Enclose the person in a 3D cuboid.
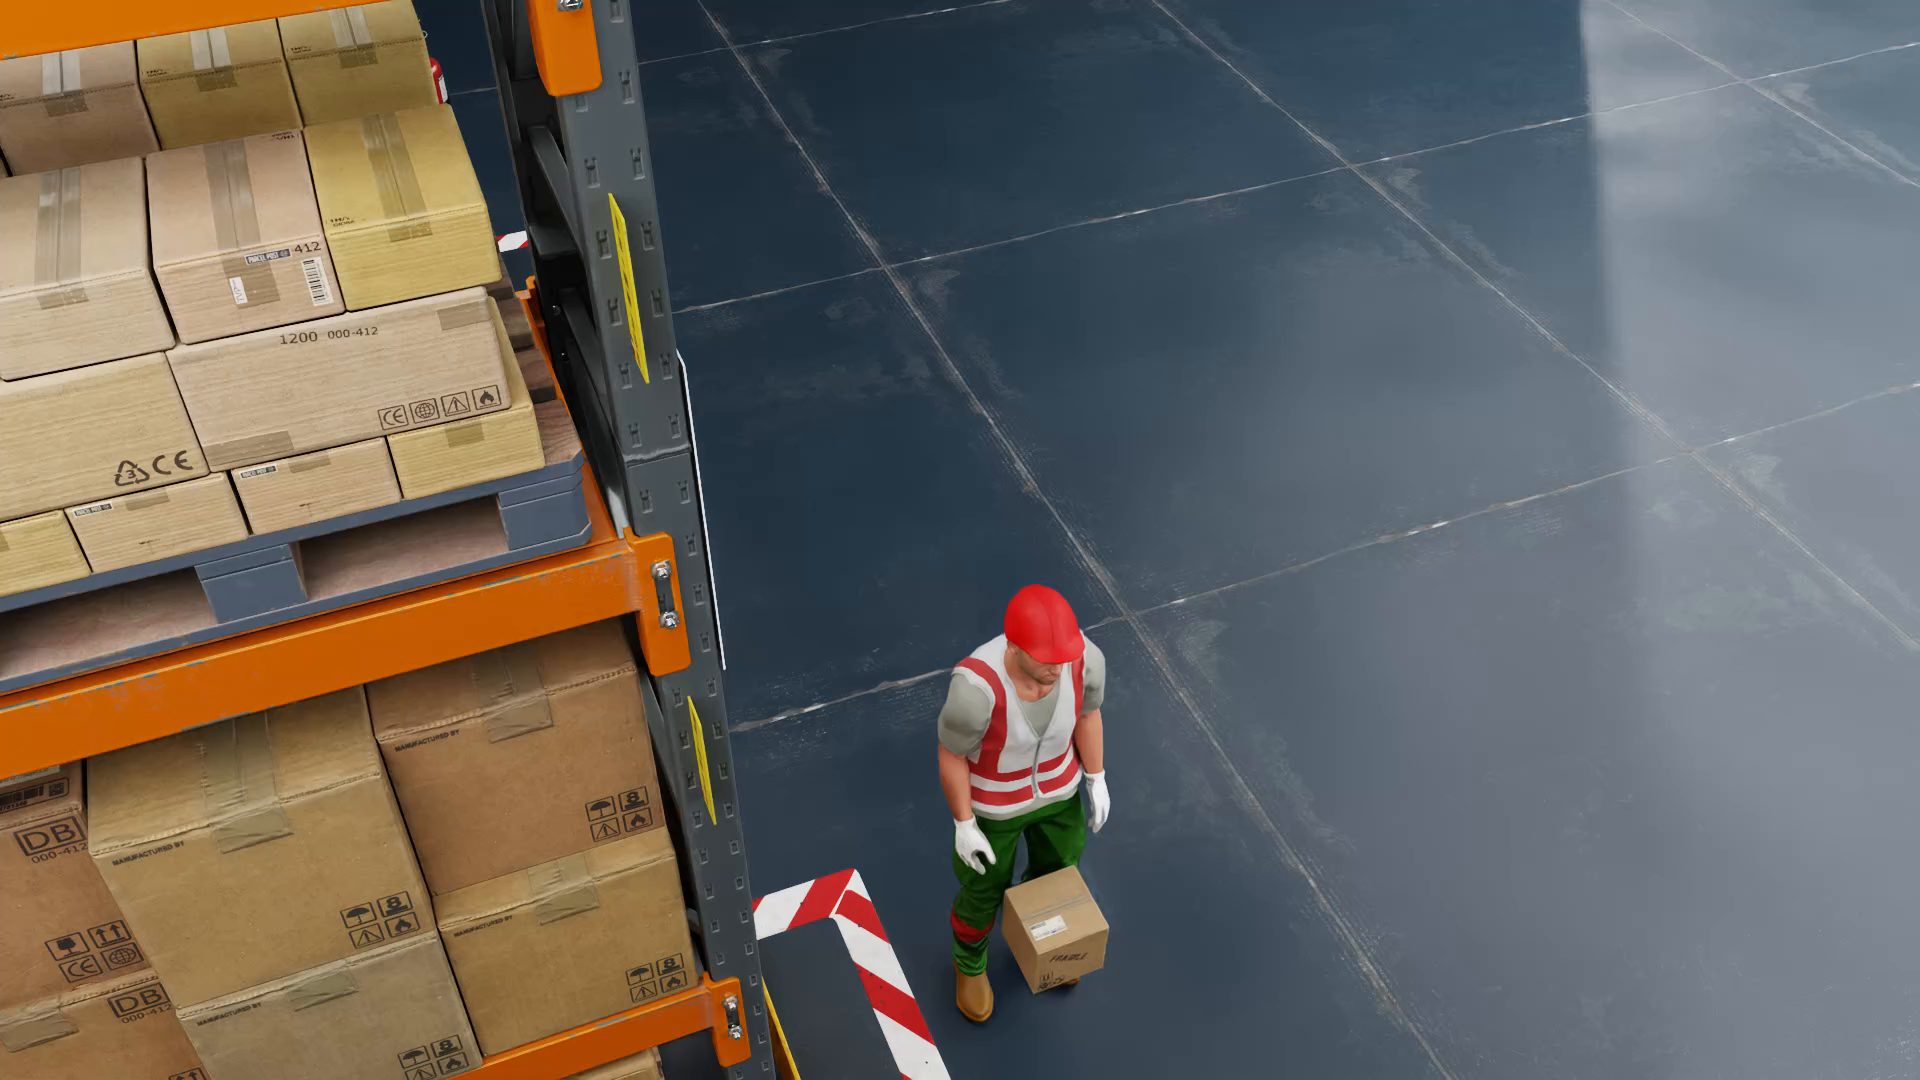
[{"bbox_3d":[0.198,0.802,5.233,0.553,1.785,0.416,-16,44,-18],"label":"person"}]
